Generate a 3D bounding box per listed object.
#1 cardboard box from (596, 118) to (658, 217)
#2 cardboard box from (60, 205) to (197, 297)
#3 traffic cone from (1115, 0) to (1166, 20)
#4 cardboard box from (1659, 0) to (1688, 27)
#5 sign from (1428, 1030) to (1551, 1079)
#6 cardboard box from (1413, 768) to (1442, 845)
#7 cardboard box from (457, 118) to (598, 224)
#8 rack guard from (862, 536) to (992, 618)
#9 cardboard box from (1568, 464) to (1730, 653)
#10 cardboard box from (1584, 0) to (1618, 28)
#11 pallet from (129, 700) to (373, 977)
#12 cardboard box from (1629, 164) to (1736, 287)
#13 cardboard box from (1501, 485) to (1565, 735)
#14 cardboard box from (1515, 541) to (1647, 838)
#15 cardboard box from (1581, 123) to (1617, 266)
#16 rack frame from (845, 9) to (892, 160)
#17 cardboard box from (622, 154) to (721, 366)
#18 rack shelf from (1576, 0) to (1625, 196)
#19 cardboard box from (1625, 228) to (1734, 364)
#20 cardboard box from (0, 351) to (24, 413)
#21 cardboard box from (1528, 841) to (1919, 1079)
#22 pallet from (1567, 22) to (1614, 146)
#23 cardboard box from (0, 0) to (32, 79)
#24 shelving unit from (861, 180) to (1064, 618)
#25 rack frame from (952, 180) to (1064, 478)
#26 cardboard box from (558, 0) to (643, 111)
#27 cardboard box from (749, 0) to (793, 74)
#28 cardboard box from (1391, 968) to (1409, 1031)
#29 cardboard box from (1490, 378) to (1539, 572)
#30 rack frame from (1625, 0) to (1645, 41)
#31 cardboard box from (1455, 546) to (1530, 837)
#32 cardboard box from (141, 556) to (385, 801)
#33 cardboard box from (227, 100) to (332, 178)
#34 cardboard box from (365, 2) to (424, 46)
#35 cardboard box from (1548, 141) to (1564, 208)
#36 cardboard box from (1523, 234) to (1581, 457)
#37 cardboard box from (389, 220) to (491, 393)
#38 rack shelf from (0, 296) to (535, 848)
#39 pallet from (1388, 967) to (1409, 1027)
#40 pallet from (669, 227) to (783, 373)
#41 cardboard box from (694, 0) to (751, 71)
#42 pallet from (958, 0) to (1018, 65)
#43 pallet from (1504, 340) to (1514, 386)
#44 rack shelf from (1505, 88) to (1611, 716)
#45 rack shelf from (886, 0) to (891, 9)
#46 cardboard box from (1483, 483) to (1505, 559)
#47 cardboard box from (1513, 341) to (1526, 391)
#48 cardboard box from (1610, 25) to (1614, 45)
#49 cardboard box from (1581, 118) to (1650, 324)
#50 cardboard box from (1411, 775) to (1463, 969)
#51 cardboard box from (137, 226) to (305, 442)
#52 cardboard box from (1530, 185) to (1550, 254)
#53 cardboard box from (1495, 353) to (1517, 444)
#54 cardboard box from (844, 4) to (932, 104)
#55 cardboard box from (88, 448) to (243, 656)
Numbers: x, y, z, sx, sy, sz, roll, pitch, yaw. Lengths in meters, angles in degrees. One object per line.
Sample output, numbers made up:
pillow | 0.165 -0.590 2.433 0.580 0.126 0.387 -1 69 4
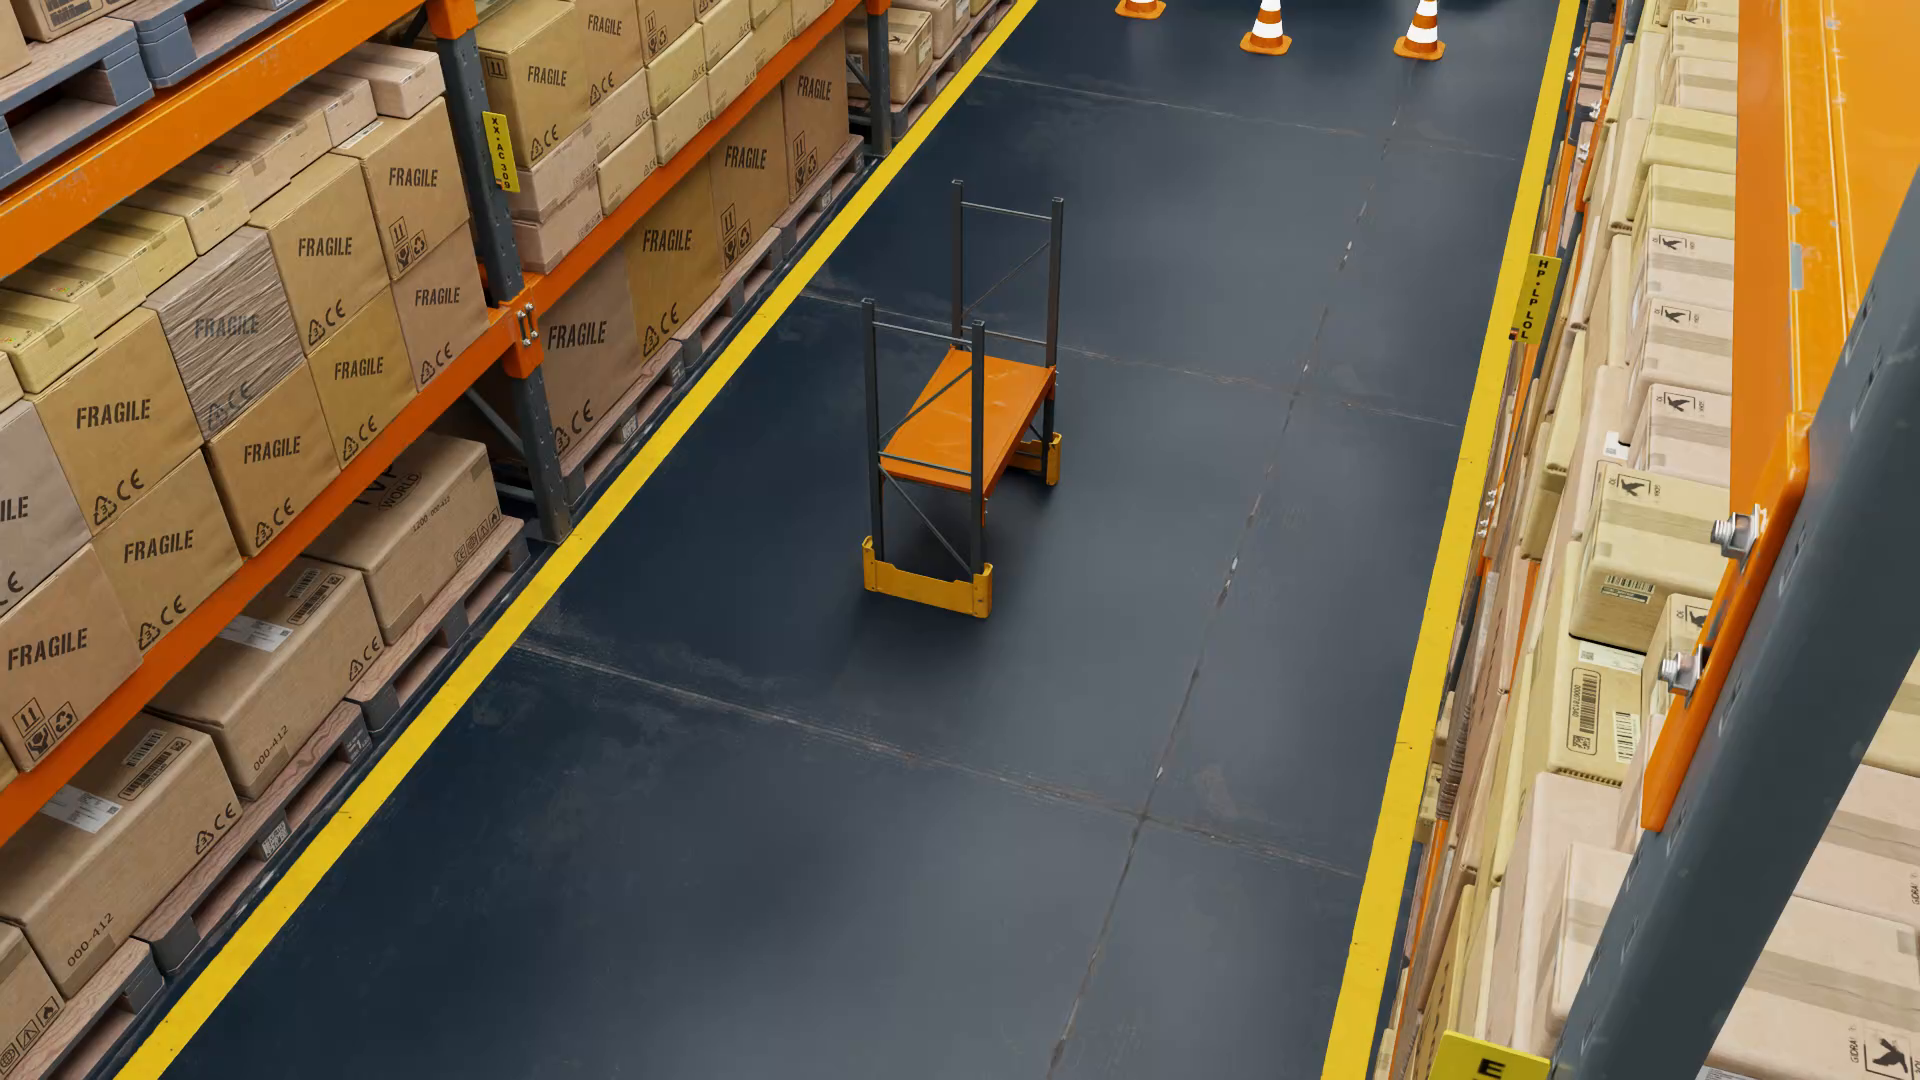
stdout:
cardboard box | -1.718 -1.726 7.531 0.500 0.250 0.500 12 42 14
cardboard box | -2.594 -0.898 5.098 0.380 0.149 0.250 12 42 14
traffic cone | 1.336 -4.104 12.158 0.336 0.463 0.334 13 42 15
cardboard box | 1.943 -1.364 4.103 0.380 0.149 0.250 12 42 13
sign | 0.512 0.606 1.689 0.100 0.325 0.005 13 42 15
cardboard box | 1.877 1.018 6.073 0.380 0.149 0.250 14 43 16
cardboard box | -1.876 -1.596 6.994 0.500 0.250 0.500 12 42 14
rack guard | -0.144 0.162 7.321 0.587 0.250 0.087 13 42 15
cardboard box | 1.116 0.055 2.440 0.380 0.149 0.250 14 42 16
cardboard box | 3.664 -3.032 8.870 0.500 0.500 0.500 13 42 15
pallet | -3.041 0.997 6.373 1.003 0.211 1.213 13 42 15
cardboard box | 1.496 -0.569 3.171 0.380 0.149 0.250 12 42 14
cardboard box | 1.283 0.187 2.978 0.500 0.250 0.500 15 43 17
cardboard box | 1.119 0.296 2.465 0.500 0.250 0.500 12 42 14
cardboard box | 1.826 -0.773 4.103 0.500 0.250 0.500 13 42 14
rack frame | -0.924 -3.697 9.726 1.000 3.000 0.127 13 42 15
cardboard box | -1.853 -1.557 8.531 0.875 0.875 0.875 14 43 16
rack shelf | 3.078 -2.307 6.340 1.077 0.370 4.000 13 42 15
cardboard box | 1.411 -0.408 2.983 0.380 0.149 0.250 12 42 14
cardboard box | -2.820 -0.426 4.544 0.380 0.149 0.250 14 42 15
cardboard box | 0.864 0.526 1.889 0.380 0.149 0.250 13 42 15
pallet | 3.619 -2.129 8.035 1.213 0.211 1.003 13 42 15
cardboard box | -2.829 -1.391 4.234 0.500 0.500 0.500 14 42 16
shelving unit | 0.026 -0.617 7.271 0.587 1.500 1.083 13 42 15
rack frame | 0.203 -0.933 7.641 0.500 1.500 0.032 13 42 15
cardboard box | -1.723 -2.197 7.120 0.500 0.500 0.500 13 42 15
cardboard box | -1.200 -2.655 8.620 0.500 0.250 0.500 13 42 15
cardboard box | 1.561 1.539 5.233 0.380 0.149 0.250 13 42 15
cardboard box | 1.988 -0.125 5.233 0.500 0.500 0.500 13 42 14
rack frame | 2.395 -2.502 3.703 1.000 3.000 0.127 13 42 15
cardboard box | 1.470 0.402 3.845 0.500 0.500 0.500 12 42 14
cardboard box | -2.913 0.463 6.500 0.875 0.438 0.875 12 42 14
cardboard box | -2.385 -1.377 5.660 0.380 0.149 0.250 13 42 15
cardboard box | -2.375 -2.004 6.894 0.500 0.500 0.500 15 43 16
cardboard box | 3.299 -1.787 8.512 0.500 0.250 0.500 11 42 13
cardboard box | 2.011 -0.531 4.938 0.500 0.500 0.500 14 43 16
cardboard box | -2.210 -0.956 6.436 0.500 0.500 0.500 14 42 15
rack shelf | -2.976 0.236 5.670 1.077 0.370 4.000 13 42 15
pallet | 1.783 2.005 5.191 1.003 0.211 1.213 13 42 15
pallet | -1.683 -1.430 9.217 1.003 0.211 1.213 13 42 15
cardboard box | -1.356 -2.531 8.090 0.500 0.250 0.500 12 42 14
pallet | -0.236 -3.854 12.058 1.003 0.211 1.213 13 42 15
pallet | 3.494 -1.123 8.857 1.003 0.211 1.213 13 42 15
rack shelf | 1.711 0.132 3.481 1.077 0.370 4.000 13 42 15
rack shelf | -0.240 -4.643 11.389 1.077 0.370 4.000 13 42 15
cardboard box | 1.990 -0.024 5.615 0.380 0.149 0.250 15 43 17
cardboard box | 2.767 -0.861 7.426 0.500 0.250 0.500 12 42 13
cardboard box | 3.420 -2.496 8.188 0.380 0.149 0.250 13 42 14
cardboard box | 1.645 -0.647 3.571 0.500 0.250 0.500 14 42 16
cardboard box | 1.464 0.811 4.136 0.500 0.500 0.500 15 43 17
cardboard box | -2.540 -0.706 5.373 0.500 0.500 0.500 14 42 16
cardboard box | 3.281 -1.494 8.746 0.500 0.500 0.500 12 42 13
cardboard box | 2.766 -0.561 7.652 0.500 0.500 0.500 12 42 14
cardboard box | -0.721 -3.199 10.843 0.950 0.372 0.625 11 42 12
cardboard box | -2.732 -0.015 5.333 0.500 0.500 0.500 15 43 17
